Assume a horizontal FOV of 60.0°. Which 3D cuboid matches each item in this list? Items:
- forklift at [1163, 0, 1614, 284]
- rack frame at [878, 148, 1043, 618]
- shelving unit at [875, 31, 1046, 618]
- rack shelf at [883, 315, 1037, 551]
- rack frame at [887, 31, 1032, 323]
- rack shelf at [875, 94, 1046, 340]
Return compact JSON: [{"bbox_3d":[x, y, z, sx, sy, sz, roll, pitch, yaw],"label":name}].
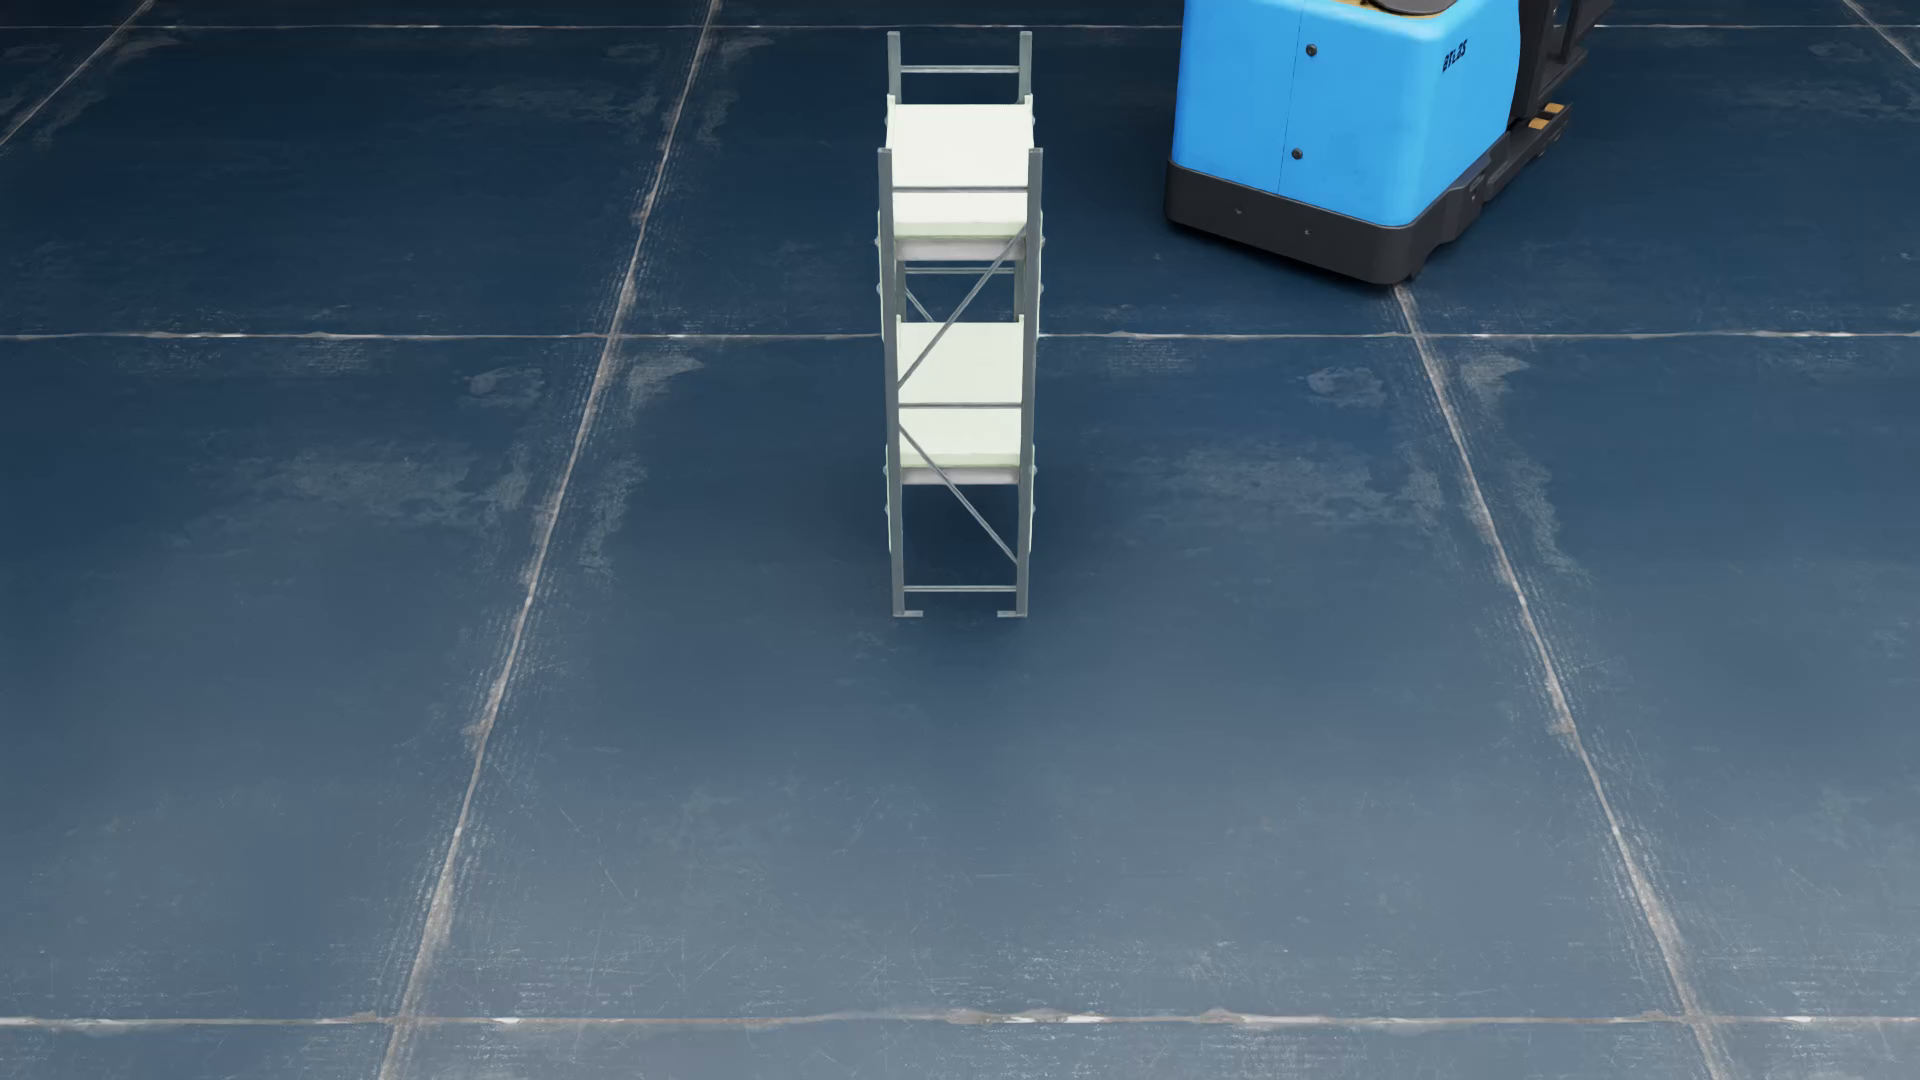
[{"bbox_3d":[2.091,-3.000,6.649,1.130,2.935,3.031,24,44,27],"label":"forklift"},{"bbox_3d":[0.000,-0.361,4.501,0.400,1.500,0.023,0,39,0],"label":"rack frame"},{"bbox_3d":[0.000,-0.589,4.786,0.431,1.500,0.755,0,39,0],"label":"shelving unit"},{"bbox_3d":[0.000,-0.335,4.990,0.431,0.370,0.720,0,39,0],"label":"rack shelf"},{"bbox_3d":[0.000,-0.818,5.072,0.400,1.500,0.023,0,39,0],"label":"rack frame"},{"bbox_3d":[0.000,-0.894,4.542,0.431,0.370,0.720,0,39,0],"label":"rack shelf"}]
